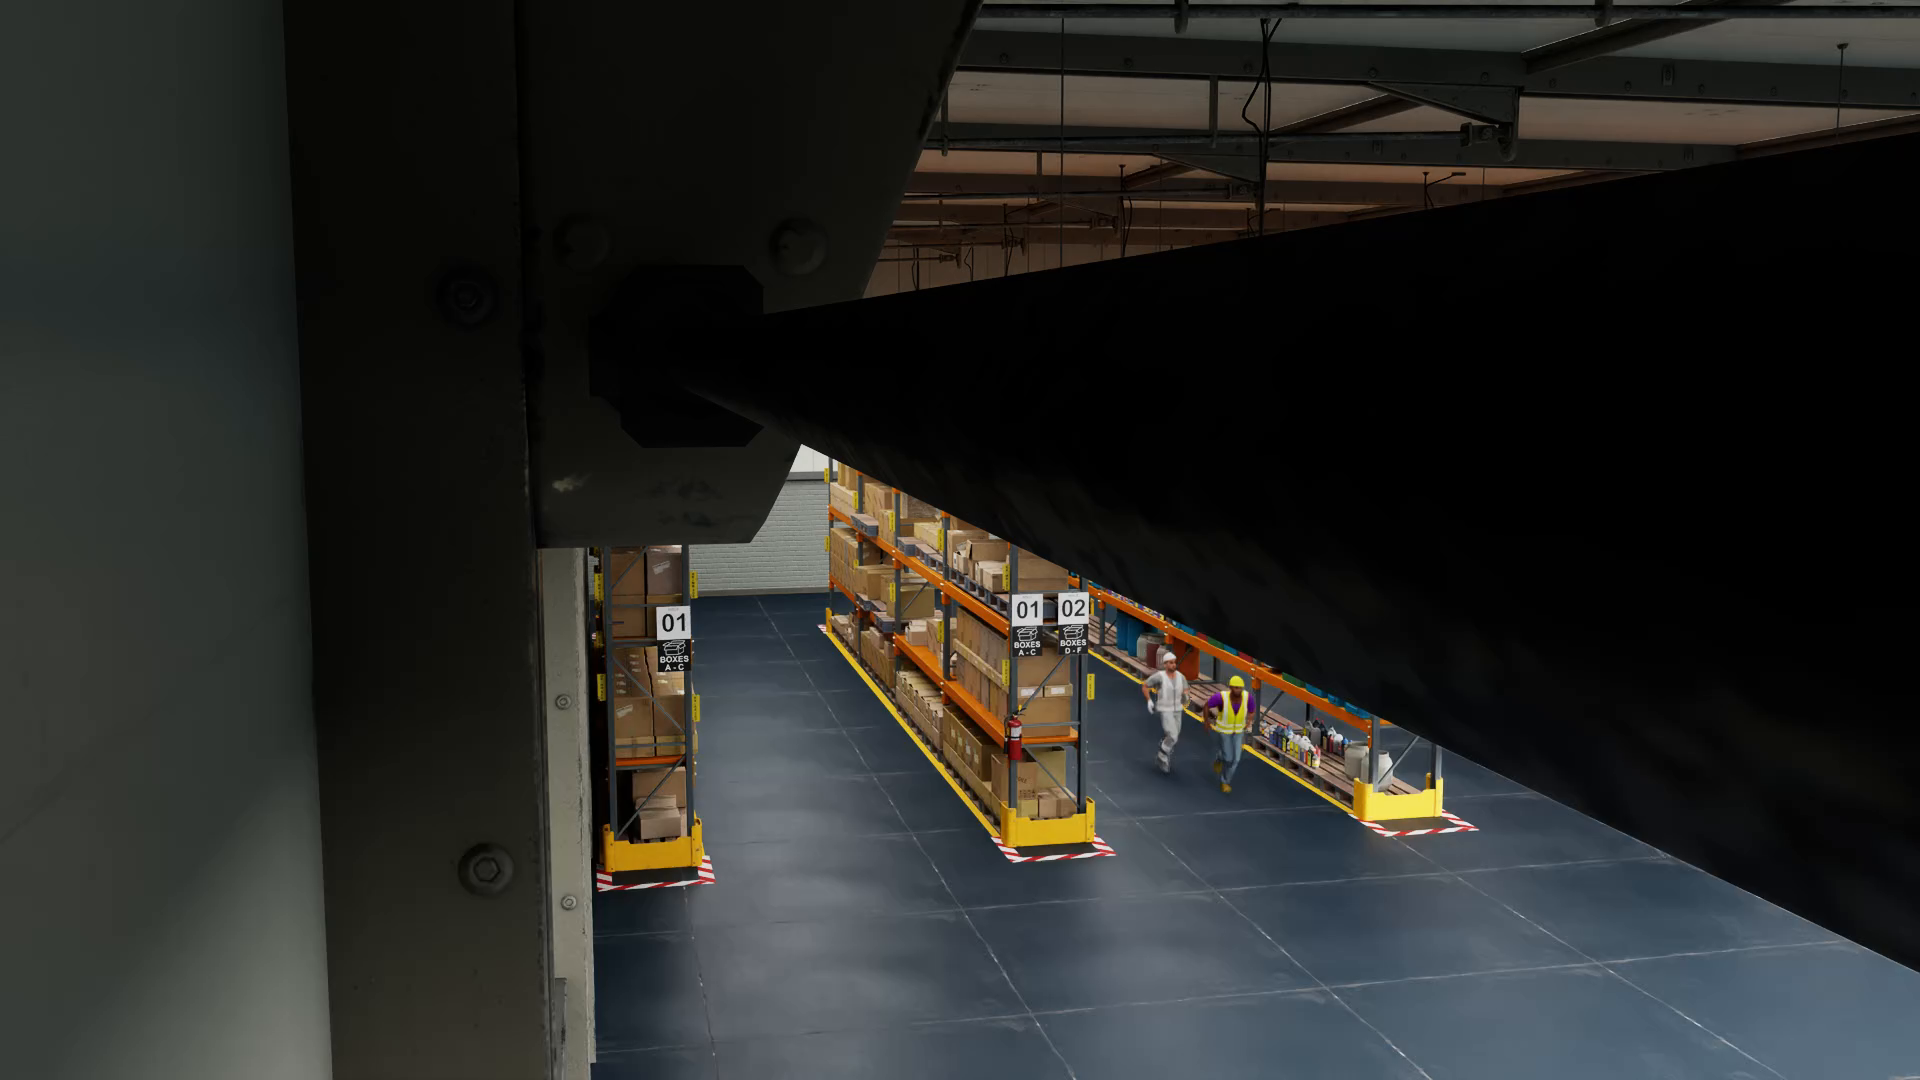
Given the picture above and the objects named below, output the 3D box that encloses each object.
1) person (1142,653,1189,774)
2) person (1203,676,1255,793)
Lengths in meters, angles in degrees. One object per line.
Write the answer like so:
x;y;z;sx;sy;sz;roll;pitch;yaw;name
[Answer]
3.094;2.544;24.460;0.641;1.778;0.694;-4;8;-28;person
3.816;2.725;23.515;0.690;1.693;0.742;-2;7;-14;person
